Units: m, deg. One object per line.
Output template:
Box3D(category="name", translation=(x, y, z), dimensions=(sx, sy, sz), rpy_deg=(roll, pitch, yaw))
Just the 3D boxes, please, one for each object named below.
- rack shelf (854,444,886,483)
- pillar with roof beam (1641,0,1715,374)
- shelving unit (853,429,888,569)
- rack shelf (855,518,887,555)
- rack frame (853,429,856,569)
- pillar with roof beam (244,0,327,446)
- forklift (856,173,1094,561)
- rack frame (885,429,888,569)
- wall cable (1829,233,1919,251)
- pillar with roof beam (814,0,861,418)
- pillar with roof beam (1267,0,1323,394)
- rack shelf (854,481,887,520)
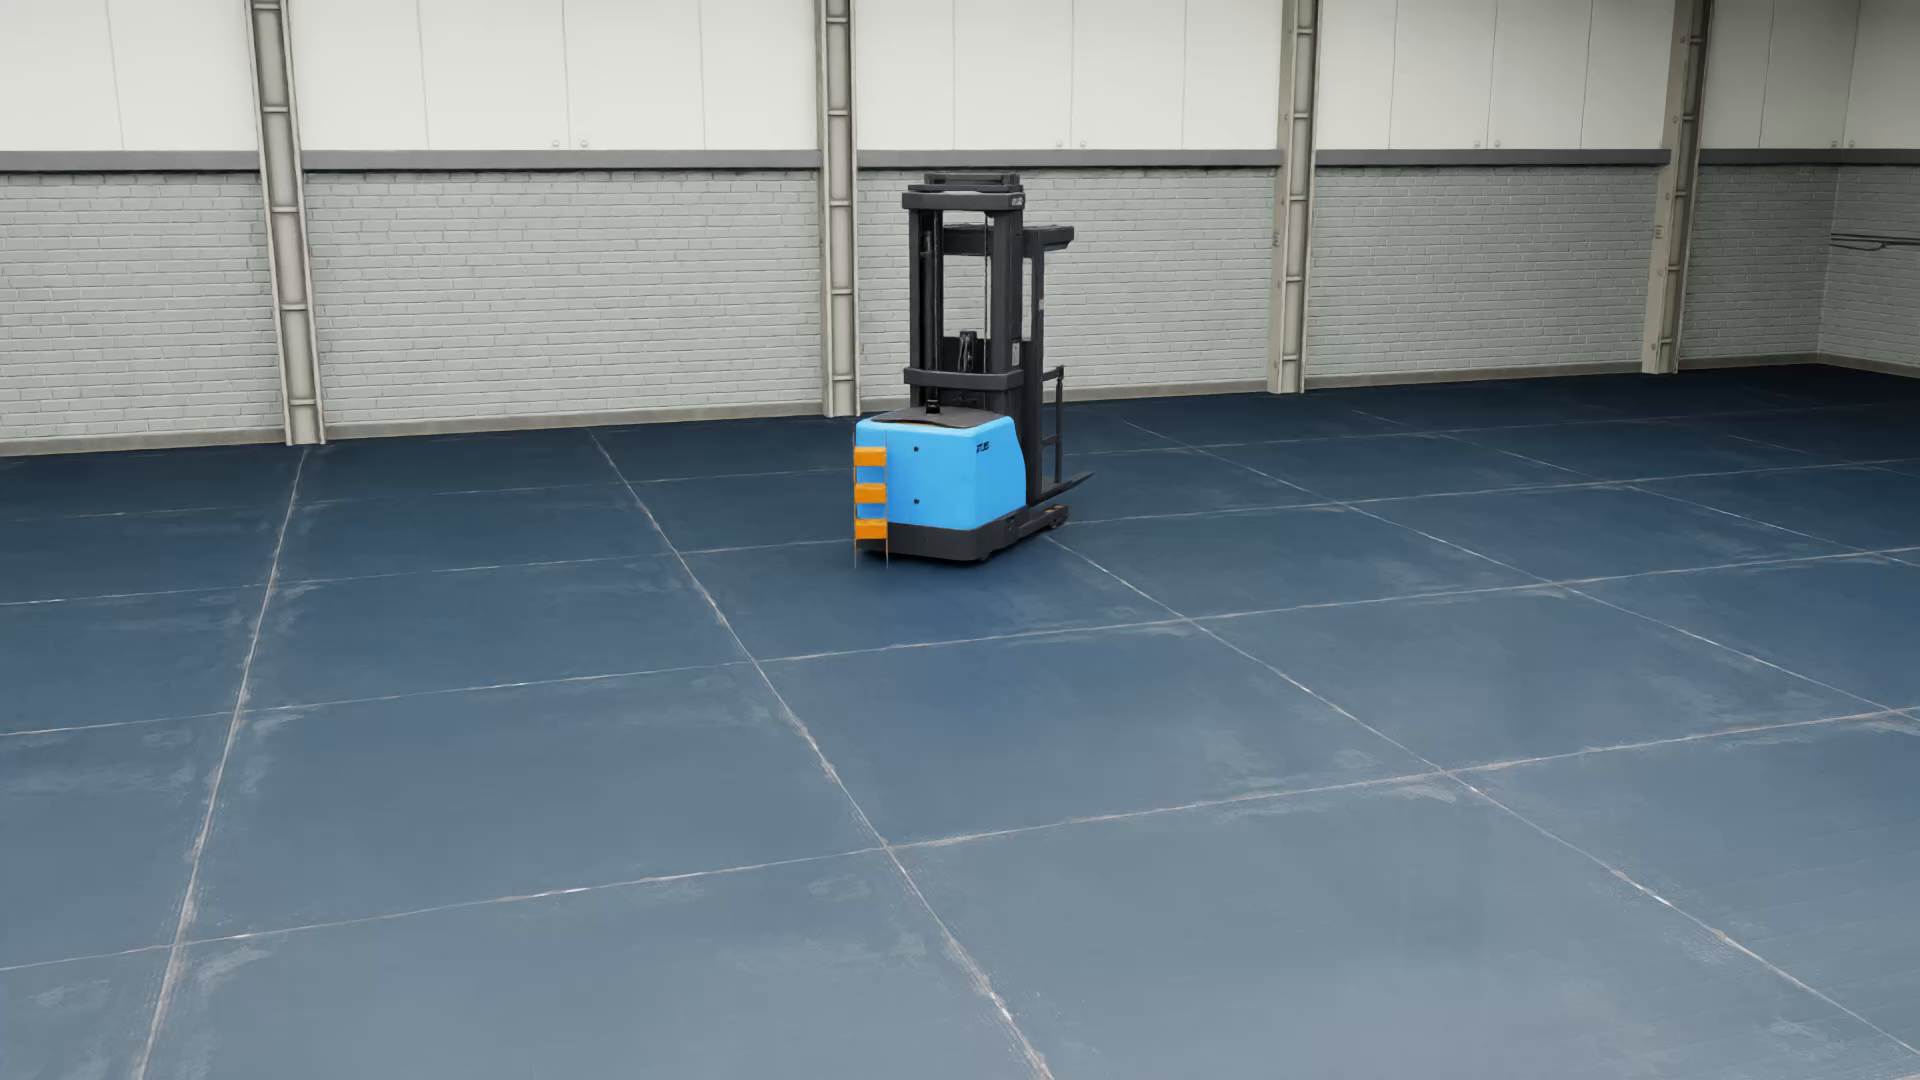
Box3D(category="rack shelf", translation=(-0.682, -0.580, 12.631), dimensions=(0.240, 0.259, 0.215), rpy_deg=(-1, 13, -2))
Box3D(category="pillar with roof beam", translation=(11.324, -5.821, 18.669), dimensions=(0.400, 9.000, 9.100), rpy_deg=(-4, 14, -18))
Box3D(category="shelving unit", translation=(-0.682, -0.314, 12.694), dimensions=(0.252, 1.050, 0.215), rpy_deg=(-1, 13, -2))
Box3D(category="rack shelf", translation=(-0.682, -0.033, 12.761), dimensions=(0.240, 0.259, 0.215), rpy_deg=(-1, 13, -2))
Box3D(category="rack frame", translation=(-0.804, -0.313, 12.689), dimensions=(0.008, 1.050, 0.200), rpy_deg=(-1, 13, -2))
Box3D(category="pillar with roof beam", translation=(-5.736, -4.493, 13.084), dimensions=(0.400, 9.000, 9.100), rpy_deg=(-4, 14, -18))
Box3D(category="forklift", translation=(0.275, -1.557, 13.853), dimensions=(1.130, 2.935, 3.031), rpy_deg=(6, 15, 25))
Box3D(category="rack frame", translation=(-0.560, -0.315, 12.699), dimensions=(0.008, 1.050, 0.200), rpy_deg=(-1, 13, -2))
Box3D(category="wall cable", translation=(13.165, -5.182, 22.693), dimensions=(0.112, 2.526, 3.097), rpy_deg=(-4, 14, -18))
Box3D(category="pillar with roof beam", translation=(-0.049, -4.936, 14.946), dimensions=(0.400, 9.000, 9.100), rpy_deg=(-4, 14, -18))
Box3D(category="pillar with roof beam", translation=(5.637, -5.378, 16.808), dimensions=(0.400, 9.000, 9.100), rpy_deg=(-4, 14, -18))
Box3D(category="rack shelf", translation=(-0.682, -0.304, 12.696), dimensions=(0.240, 0.259, 0.215), rpy_deg=(-1, 13, -2))
